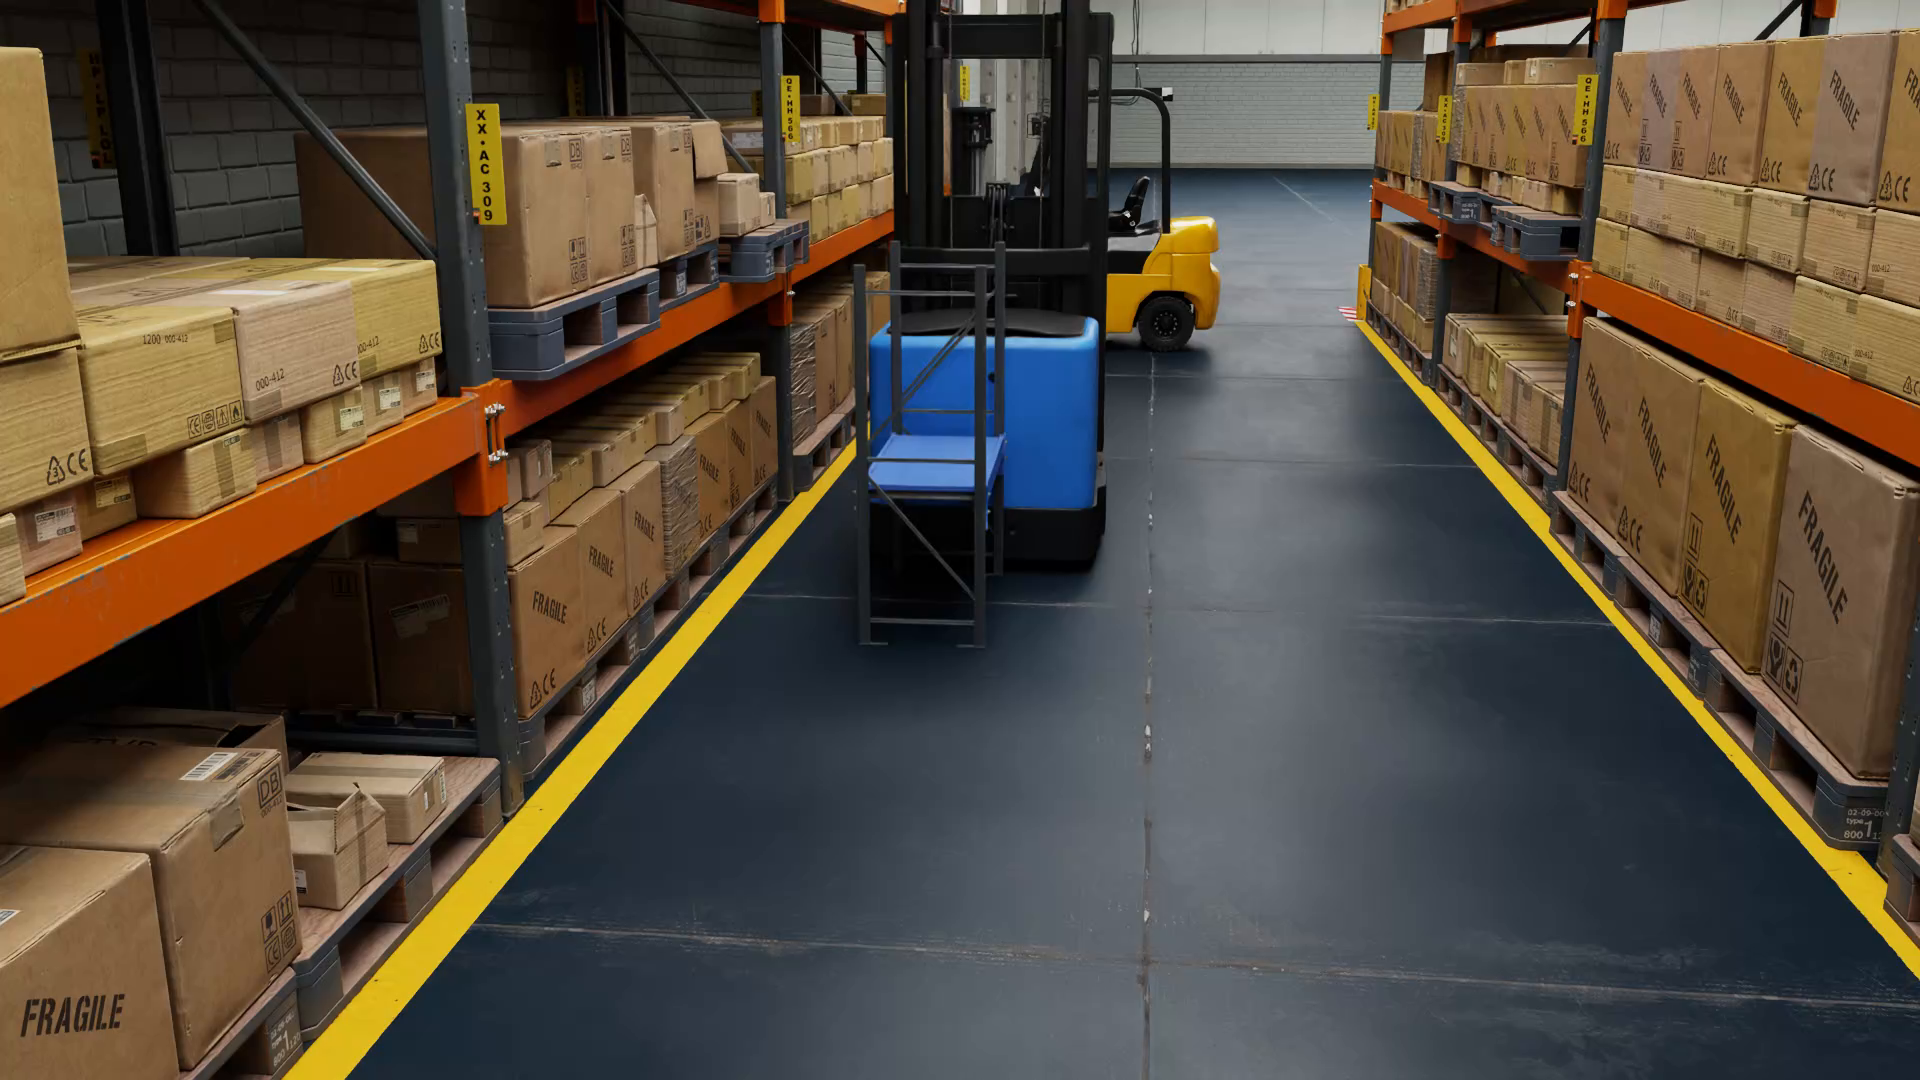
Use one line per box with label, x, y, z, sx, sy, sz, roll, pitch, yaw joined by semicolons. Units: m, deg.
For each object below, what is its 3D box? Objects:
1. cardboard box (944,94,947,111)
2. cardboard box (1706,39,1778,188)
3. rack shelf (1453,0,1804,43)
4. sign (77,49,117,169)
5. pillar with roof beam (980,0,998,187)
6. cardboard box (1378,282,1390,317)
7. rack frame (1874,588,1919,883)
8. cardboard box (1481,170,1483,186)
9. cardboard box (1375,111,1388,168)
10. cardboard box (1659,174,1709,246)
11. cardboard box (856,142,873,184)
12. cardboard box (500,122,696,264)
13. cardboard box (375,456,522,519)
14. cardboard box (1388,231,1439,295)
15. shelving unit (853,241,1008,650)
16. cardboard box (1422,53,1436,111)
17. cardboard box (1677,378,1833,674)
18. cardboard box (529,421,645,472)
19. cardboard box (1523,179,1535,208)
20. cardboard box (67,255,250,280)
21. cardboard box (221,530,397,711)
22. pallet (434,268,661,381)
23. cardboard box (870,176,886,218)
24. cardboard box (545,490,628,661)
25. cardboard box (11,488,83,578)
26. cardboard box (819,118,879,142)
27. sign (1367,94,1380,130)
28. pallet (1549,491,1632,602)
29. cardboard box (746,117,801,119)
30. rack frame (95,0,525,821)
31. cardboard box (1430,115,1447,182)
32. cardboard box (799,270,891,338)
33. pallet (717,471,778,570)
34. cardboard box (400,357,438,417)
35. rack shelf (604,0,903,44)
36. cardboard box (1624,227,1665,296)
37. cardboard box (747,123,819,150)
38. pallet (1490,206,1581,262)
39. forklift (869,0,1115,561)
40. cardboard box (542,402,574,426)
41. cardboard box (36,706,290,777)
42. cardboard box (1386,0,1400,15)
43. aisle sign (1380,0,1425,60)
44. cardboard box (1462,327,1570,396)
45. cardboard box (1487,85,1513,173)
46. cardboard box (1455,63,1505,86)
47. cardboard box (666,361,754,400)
cardboard box;-0.326;-4.015;15.260;0.380;0.149;0.250;2;15;8
cardboard box;3.056;-1.540;6.002;0.500;0.500;0.500;2;15;7
rack shelf;3.760;-3.142;9.668;1.077;0.370;4.000;2;15;6
sign;-2.401;-1.205;4.653;0.100;0.325;0.005;2;15;6
pillar with roof beam;4.839;-11.026;31.701;9.100;9.000;0.400;2;15;6
cardboard box;4.006;-2.140;14.792;0.500;0.250;0.500;2;15;8
rack frame;3.083;-0.485;4.210;1.000;3.000;0.127;2;15;6
cardboard box;3.617;-2.367;10.847;0.380;0.149;0.250;3;15;10
cardboard box;4.108;-3.675;15.244;0.500;0.500;0.500;1;15;5
cardboard box;3.104;-1.305;6.570;0.500;0.250;0.500;2;15;6
cardboard box;-0.862;-2.473;10.892;0.500;0.250;0.500;2;15;7
cardboard box;-1.425;-1.338;6.369;0.700;0.500;0.500;2;15;6
cardboard box;-1.604;-0.170;5.217;0.380;0.149;0.250;1;15;5
cardboard box;3.950;-2.362;14.178;0.500;0.500;0.500;2;15;7
shelving unit;-0.102;-0.433;6.891;0.538;1.500;1.048;1;15;5
cardboard box;4.597;-4.133;15.024;0.700;0.500;0.500;1;15;5
cardboard box;3.168;-0.060;5.903;0.875;0.875;0.875;2;15;8
cardboard box;-1.459;-0.365;6.508;0.380;0.149;0.250;2;15;8
cardboard box;3.316;-1.900;9.117;0.380;0.149;0.250;1;15;4
cardboard box;-2.173;-0.581;4.282;0.500;0.250;0.500;2;15;6
cardboard box;-2.088;0.237;5.522;0.500;0.500;0.500;2;15;6
pallet;-1.650;-0.742;5.527;1.003;0.211;1.213;2;15;6
cardboard box;-0.795;-2.364;11.446;0.500;0.250;0.500;2;15;6
cardboard box;-1.521;0.116;5.970;0.500;0.500;0.500;1;15;6
cardboard box;-1.826;-0.019;2.969;0.380;0.149;0.250;2;15;6
cardboard box;-0.753;-2.770;11.226;0.380;0.149;0.250;1;15;5
sign;3.898;-4.031;15.666;0.100;0.325;0.005;2;15;6
pallet;3.371;0.026;7.663;1.003;0.211;1.213;2;15;6
cardboard box;-1.311;-2.849;11.518;0.380;0.149;0.250;2;15;6
rack frame;-1.849;-0.631;4.747;1.000;3.000;0.127;2;15;6
cardboard box;3.789;-2.875;12.285;0.500;0.500;0.500;1;15;5
cardboard box;-0.994;-1.626;12.174;0.875;0.625;0.625;2;15;9
pallet;-1.520;-0.129;8.236;1.003;0.211;1.213;2;15;6
cardboard box;-1.634;-0.419;4.447;0.380;0.149;0.250;2;15;7
rack shelf;-1.172;-3.287;10.205;1.077;0.370;4.000;2;15;6
cardboard box;3.189;-1.197;7.130;0.500;0.250;0.500;1;15;5
cardboard box;-1.020;-2.308;9.517;0.380;0.149;0.250;2;15;7
pallet;3.509;-1.618;8.767;1.213;0.211;1.003;2;15;6
forklift;0.232;-1.654;8.665;1.130;2.935;3.031;1;15;5
cardboard box;-1.859;-0.514;7.058;0.380;0.149;0.250;2;15;7
cardboard box;-2.158;0.629;4.436;0.500;0.311;0.500;2;15;8
cardboard box;4.077;-4.848;15.079;0.380;0.149;0.250;2;15;6
aisle sign;4.136;-4.878;15.474;0.394;0.787;0.004;2;15;6
cardboard box;3.852;-1.172;10.978;0.950;0.372;0.625;3;15;10
cardboard box;3.476;-2.450;9.911;0.500;0.500;0.500;1;15;4
cardboard box;3.582;-3.156;11.280;0.380;0.149;0.250;2;15;6
cardboard box;-1.202;-0.770;8.004;0.380;0.149;0.250;1;15;3
